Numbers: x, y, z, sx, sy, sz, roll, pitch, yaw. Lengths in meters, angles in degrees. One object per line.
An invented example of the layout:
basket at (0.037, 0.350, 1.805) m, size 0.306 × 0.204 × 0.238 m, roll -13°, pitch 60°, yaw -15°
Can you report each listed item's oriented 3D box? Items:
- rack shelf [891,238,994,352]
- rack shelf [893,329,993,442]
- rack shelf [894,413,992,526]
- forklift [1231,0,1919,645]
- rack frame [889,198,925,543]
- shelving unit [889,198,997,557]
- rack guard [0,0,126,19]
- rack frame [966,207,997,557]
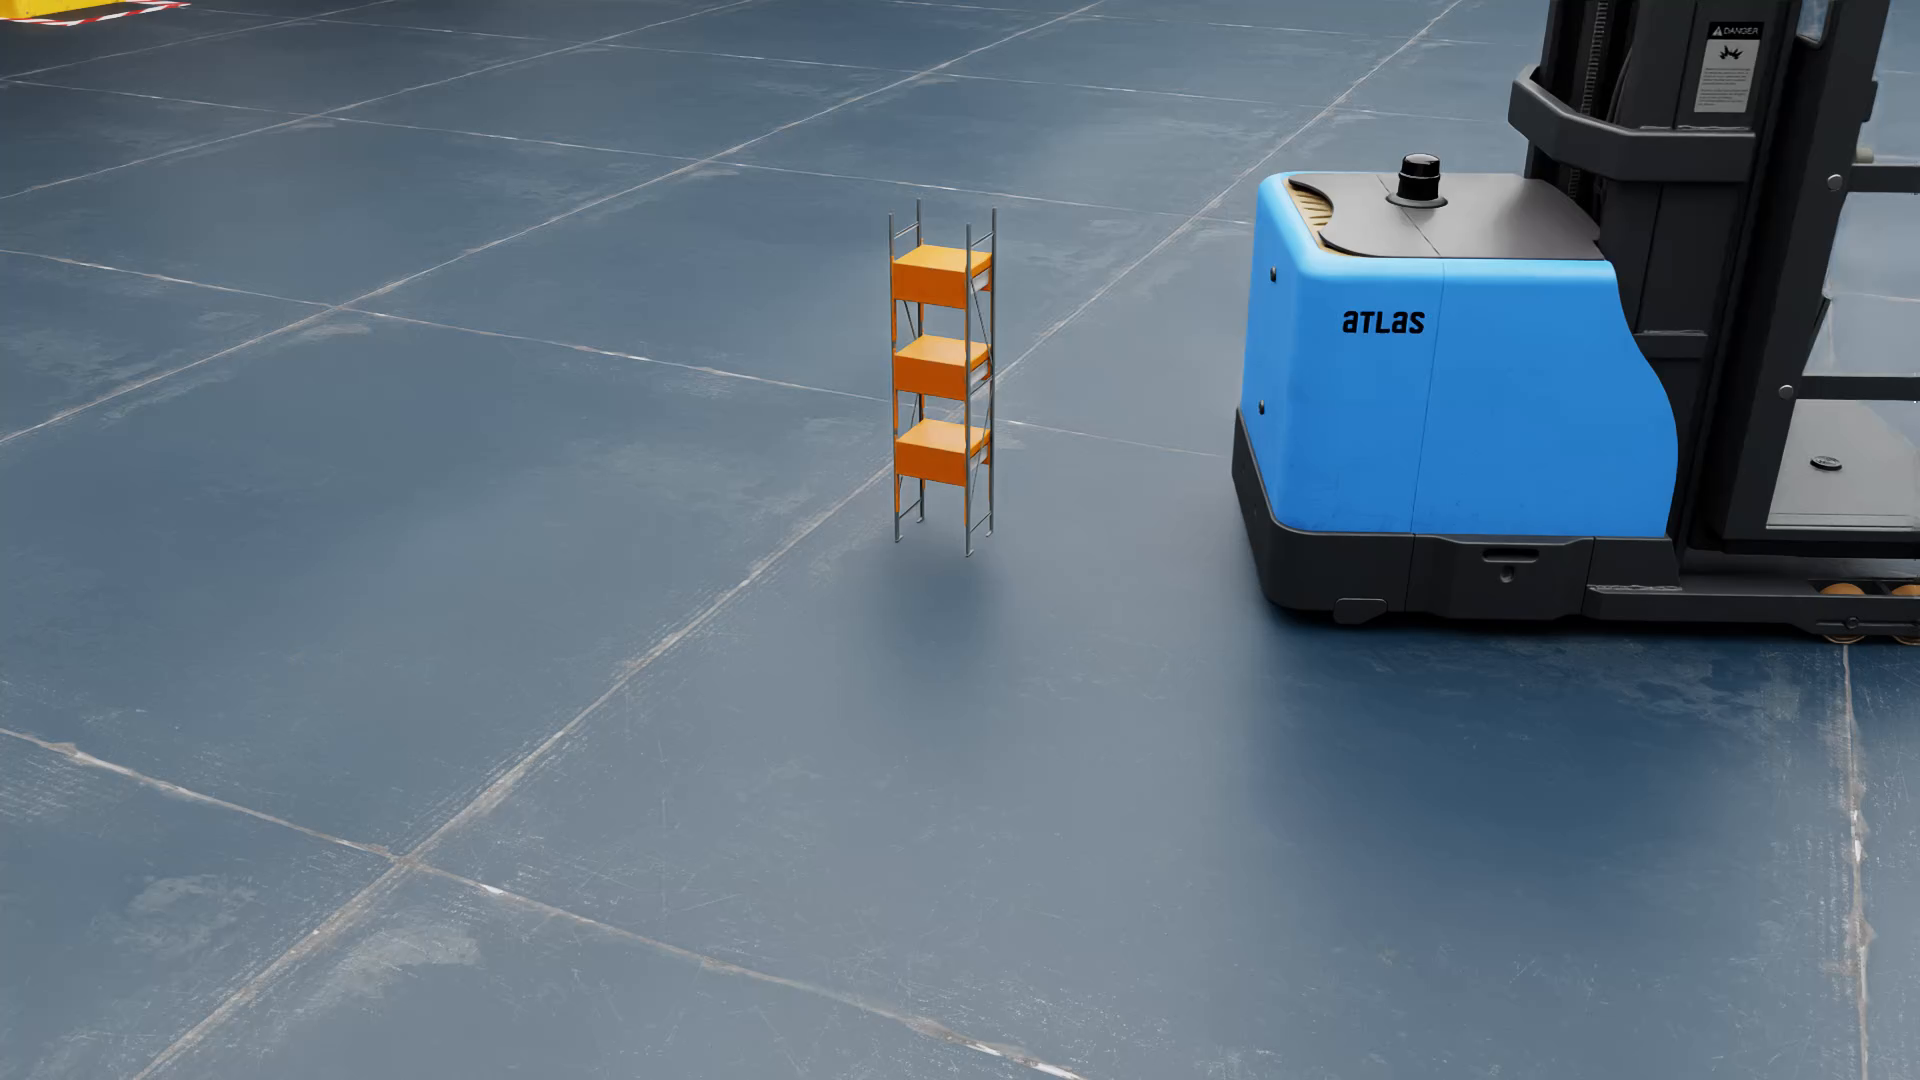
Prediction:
rack shelf at (-0.049, -0.726, 4.917) m, size 0.240 × 0.259 × 0.215 m, roll 11°, pitch 28°, yaw 22°
rack shelf at (-0.049, -0.471, 5.043) m, size 0.240 × 0.259 × 0.215 m, roll 11°, pitch 28°, yaw 22°
rack shelf at (-0.049, -0.222, 5.165) m, size 0.240 × 0.259 × 0.215 m, roll 11°, pitch 28°, yaw 22°
forklift at (2.402, -1.261, 4.493) m, size 3.031 × 2.935 × 1.130 m, roll 1°, pitch 26°, yaw 2°
rack frame at (-0.160, -0.503, 5.083) m, size 0.008 × 1.050 × 0.200 m, roll 11°, pitch 28°, yaw 22°
shelving unit at (-0.049, -0.481, 5.038) m, size 0.252 × 1.050 × 0.215 m, roll 11°, pitch 28°, yaw 22°
rack guard at (-8.083, -5.011, 14.861) m, size 0.348 × 0.500 × 1.175 m, roll 11°, pitch 28°, yaw 22°
rack frame at (0.062, -0.458, 4.993) m, size 0.008 × 1.050 × 0.200 m, roll 11°, pitch 28°, yaw 22°
